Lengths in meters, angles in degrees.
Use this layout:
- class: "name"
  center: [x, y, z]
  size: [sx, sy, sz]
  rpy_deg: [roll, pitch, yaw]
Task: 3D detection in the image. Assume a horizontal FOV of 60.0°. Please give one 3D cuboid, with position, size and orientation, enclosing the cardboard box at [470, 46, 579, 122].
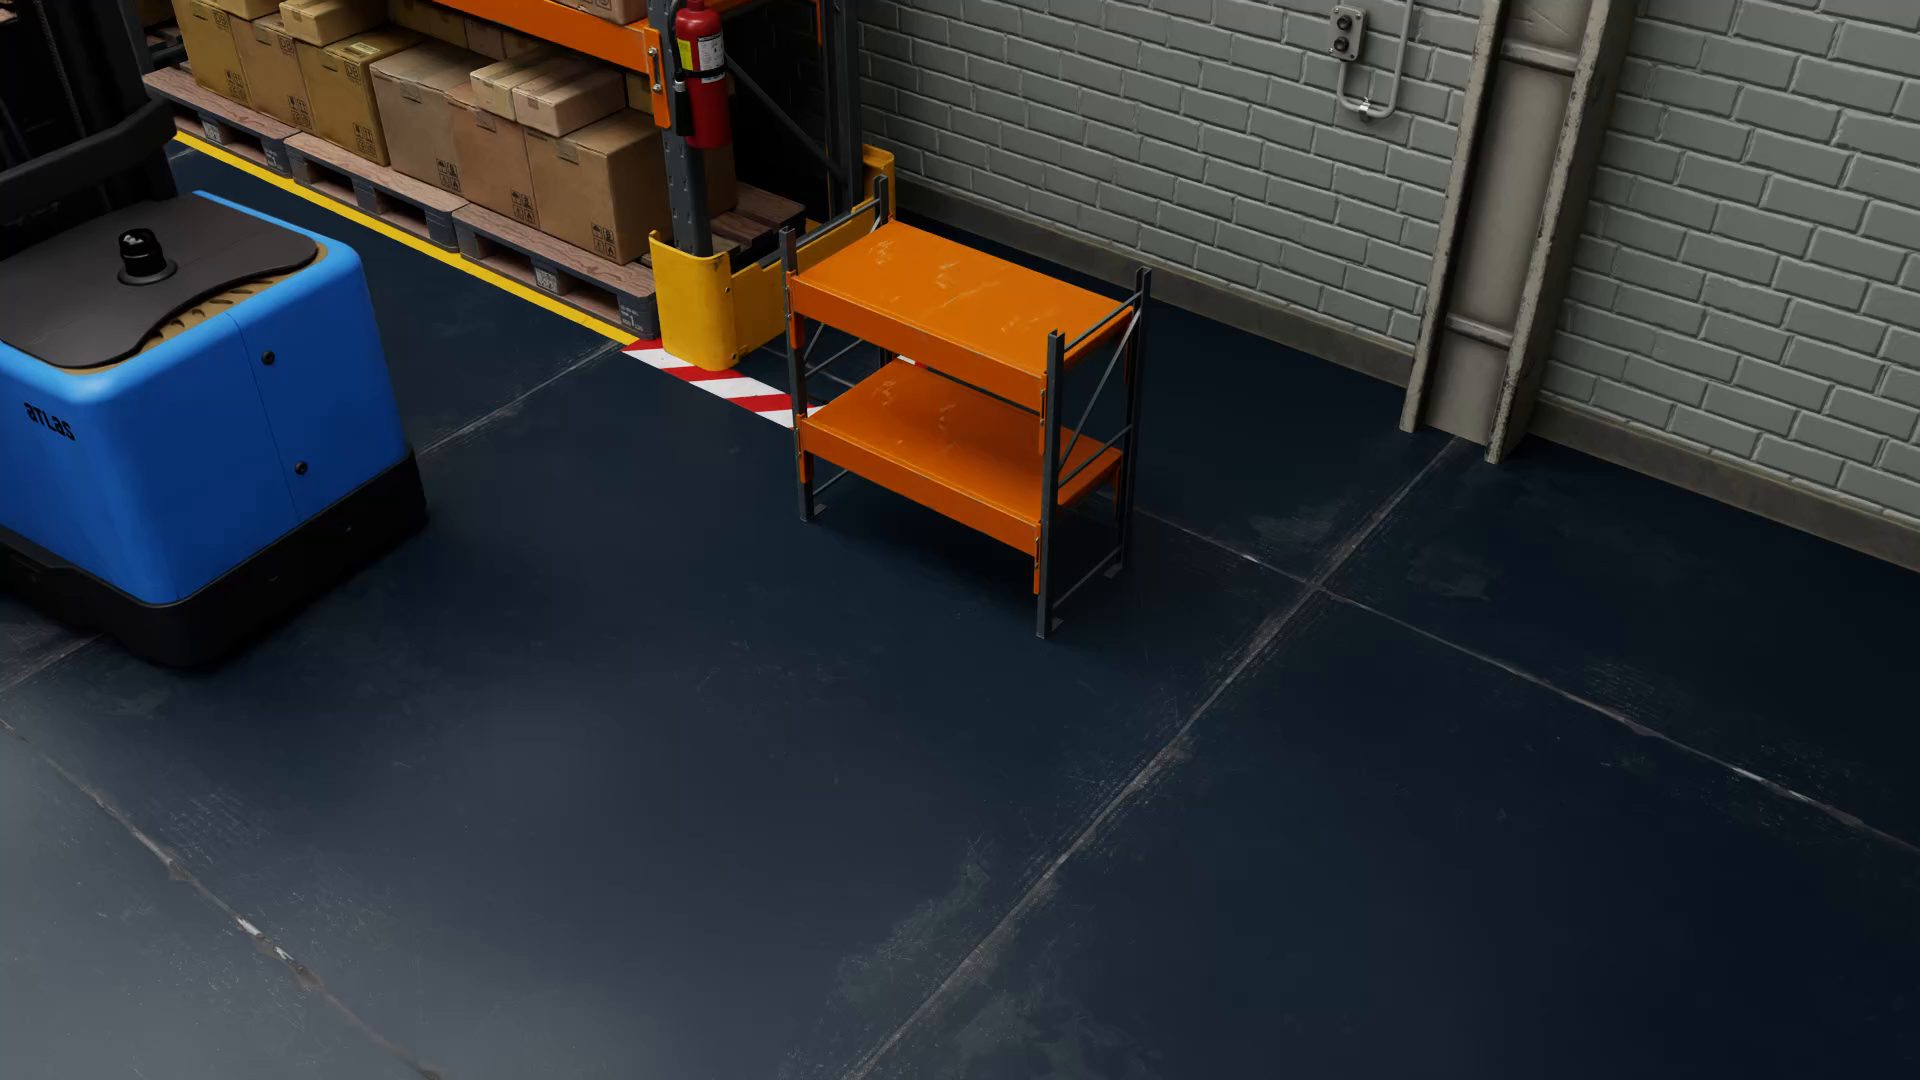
- class: "cardboard box"
  center: [-1.793, -1.896, 6.900]
  size: [0.250, 0.149, 0.380]
  rpy_deg: [26, 45, 30]

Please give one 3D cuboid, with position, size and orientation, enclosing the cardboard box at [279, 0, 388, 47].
- class: "cardboard box"
  center: [-2.830, -2.384, 7.522]
  size: [0.250, 0.149, 0.380]
  rpy_deg: [24, 44, 27]

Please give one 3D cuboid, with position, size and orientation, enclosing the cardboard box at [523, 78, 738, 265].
- class: "cardboard box"
  center: [-1.377, -1.587, 7.030]
  size: [0.500, 0.500, 0.700]
  rpy_deg: [25, 45, 29]

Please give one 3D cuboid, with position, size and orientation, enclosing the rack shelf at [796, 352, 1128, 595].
- class: "rack shelf"
  center: [0.005, -0.248, 5.551]
  size: [1.000, 0.278, 0.538]
  rpy_deg: [25, 45, 29]

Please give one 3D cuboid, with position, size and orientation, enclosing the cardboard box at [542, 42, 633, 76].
- class: "cardboard box"
  center: [-1.559, -2.082, 7.137]
  size: [0.250, 0.149, 0.380]
  rpy_deg: [25, 45, 29]

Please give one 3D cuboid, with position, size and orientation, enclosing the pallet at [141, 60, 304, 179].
- class: "pallet"
  center: [-3.381, -2.269, 8.477]
  size: [1.213, 0.211, 1.003]
  rpy_deg: [25, 45, 29]

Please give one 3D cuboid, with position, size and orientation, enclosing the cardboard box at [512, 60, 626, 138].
- class: "cardboard box"
  center: [-1.590, -1.801, 6.778]
  size: [0.250, 0.149, 0.380]
  rpy_deg: [25, 44, 28]

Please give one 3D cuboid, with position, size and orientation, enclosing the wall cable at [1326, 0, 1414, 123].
- class: "wall cable"
  center: [0.831, -2.576, 5.783]
  size: [1.851, 1.984, 0.084]
  rpy_deg: [25, 45, 29]

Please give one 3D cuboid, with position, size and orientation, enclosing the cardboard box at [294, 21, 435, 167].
- class: "cardboard box"
  center: [-2.602, -2.158, 7.760]
  size: [0.500, 0.500, 0.700]
  rpy_deg: [26, 45, 30]

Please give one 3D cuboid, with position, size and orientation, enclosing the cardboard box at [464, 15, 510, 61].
- class: "cardboard box"
  center: [-1.960, -2.271, 7.379]
  size: [0.250, 0.149, 0.380]
  rpy_deg: [26, 45, 29]

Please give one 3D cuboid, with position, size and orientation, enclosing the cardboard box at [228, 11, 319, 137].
- class: "cardboard box"
  center: [-3.009, -2.351, 8.007]
  size: [0.500, 0.500, 0.700]
  rpy_deg: [25, 44, 28]

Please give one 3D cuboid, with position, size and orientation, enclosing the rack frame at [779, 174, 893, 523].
- class: "rack frame"
  center: [-0.398, -0.631, 5.643]
  size: [0.032, 1.125, 0.500]
  rpy_deg: [25, 45, 29]

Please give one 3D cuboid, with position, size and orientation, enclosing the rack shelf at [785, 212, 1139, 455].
- class: "rack shelf"
  center: [0.005, -0.671, 5.220]
  size: [1.000, 0.278, 0.538]
  rpy_deg: [25, 45, 29]

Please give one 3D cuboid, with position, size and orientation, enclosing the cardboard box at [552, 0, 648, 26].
- class: "cardboard box"
  center: [-1.172, -2.497, 6.262]
  size: [0.700, 0.700, 0.980]
  rpy_deg: [27, 46, 30]

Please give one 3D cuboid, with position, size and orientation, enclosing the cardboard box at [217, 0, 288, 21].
- class: "cardboard box"
  center: [-3.245, -2.579, 7.772]
  size: [0.250, 0.149, 0.380]
  rpy_deg: [27, 45, 30]

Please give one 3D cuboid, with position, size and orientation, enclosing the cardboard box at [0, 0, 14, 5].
- class: "cardboard box"
  center: [-5.241, -3.521, 9.217]
  size: [0.750, 0.750, 0.750]
  rpy_deg: [27, 45, 30]

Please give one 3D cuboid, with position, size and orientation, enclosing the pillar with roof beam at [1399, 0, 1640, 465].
- class: "pillar with roof beam"
  center: [-0.706, -1.859, 0.825]
  size: [0.400, 9.000, 9.100]
  rpy_deg: [25, 45, 29]

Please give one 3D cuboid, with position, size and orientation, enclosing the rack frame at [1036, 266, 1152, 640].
- class: "rack frame"
  center: [0.409, -0.250, 5.157]
  size: [0.032, 1.125, 0.500]
  rpy_deg: [25, 45, 29]

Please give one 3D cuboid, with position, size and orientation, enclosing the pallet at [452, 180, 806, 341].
- class: "pallet"
  center: [-1.443, -1.355, 7.310]
  size: [1.213, 0.211, 1.003]
  rpy_deg: [25, 45, 29]

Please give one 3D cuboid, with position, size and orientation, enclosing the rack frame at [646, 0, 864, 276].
- class: "rack frame"
  center: [-0.760, -2.192, 6.117]
  size: [0.127, 3.000, 1.000]
  rpy_deg: [25, 45, 29]

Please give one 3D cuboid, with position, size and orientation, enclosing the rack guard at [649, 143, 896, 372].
- class: "rack guard"
  center: [-0.741, -1.199, 6.876]
  size: [0.348, 0.500, 1.175]
  rpy_deg: [25, 45, 29]

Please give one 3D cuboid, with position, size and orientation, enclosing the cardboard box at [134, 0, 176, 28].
- class: "cardboard box"
  center: [-4.533, -3.189, 8.793]
  size: [0.750, 0.750, 0.750]
  rpy_deg: [26, 45, 29]

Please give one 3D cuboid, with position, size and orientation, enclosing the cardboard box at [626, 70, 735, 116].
- class: "cardboard box"
  center: [-1.156, -1.893, 6.896]
  size: [0.250, 0.149, 0.380]
  rpy_deg: [26, 45, 29]

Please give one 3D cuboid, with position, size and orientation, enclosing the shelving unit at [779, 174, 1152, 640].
- class: "shelving unit"
  center: [0.005, -0.440, 5.400]
  size: [1.048, 1.125, 0.538]
  rpy_deg: [25, 45, 29]

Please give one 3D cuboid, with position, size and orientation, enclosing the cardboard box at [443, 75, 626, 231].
- class: "cardboard box"
  center: [-1.775, -1.774, 7.270]
  size: [0.500, 0.500, 0.700]
  rpy_deg: [25, 45, 28]

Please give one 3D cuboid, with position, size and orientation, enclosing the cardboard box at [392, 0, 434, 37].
- class: "cardboard box"
  center: [-2.365, -2.462, 7.622]
  size: [0.250, 0.149, 0.380]
  rpy_deg: [24, 44, 28]

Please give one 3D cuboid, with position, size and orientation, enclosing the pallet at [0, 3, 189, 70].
- class: "pallet"
  center: [-4.596, -2.844, 9.212]
  size: [1.213, 0.211, 1.003]
  rpy_deg: [25, 45, 29]

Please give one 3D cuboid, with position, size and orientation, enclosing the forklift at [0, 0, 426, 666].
- class: "forklift"
  center: [-3.374, -1.455, 5.231]
  size: [3.031, 2.935, 1.130]
  rpy_deg: [21, 43, 25]

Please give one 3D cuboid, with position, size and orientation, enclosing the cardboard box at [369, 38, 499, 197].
- class: "cardboard box"
  center: [-2.175, -1.962, 7.510]
  size: [0.500, 0.500, 0.700]
  rpy_deg: [24, 44, 27]

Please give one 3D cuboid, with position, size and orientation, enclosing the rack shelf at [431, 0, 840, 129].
- class: "rack shelf"
  center: [-2.349, -2.658, 7.295]
  size: [4.000, 0.370, 1.077]
  rpy_deg: [25, 45, 29]

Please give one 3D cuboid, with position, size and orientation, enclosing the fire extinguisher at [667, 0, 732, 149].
- class: "fire extinguisher"
  center: [-0.921, -1.733, 5.895]
  size: [0.183, 0.674, 0.296]
  rpy_deg: [25, 45, 29]

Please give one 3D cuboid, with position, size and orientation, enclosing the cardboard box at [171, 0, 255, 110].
- class: "cardboard box"
  center: [-3.406, -2.541, 8.250]
  size: [0.500, 0.500, 0.700]
  rpy_deg: [26, 45, 29]

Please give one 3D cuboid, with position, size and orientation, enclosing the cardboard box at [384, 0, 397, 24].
- class: "cardboard box"
  center: [-2.571, -2.558, 7.745]
  size: [0.250, 0.149, 0.380]
  rpy_deg: [26, 45, 29]

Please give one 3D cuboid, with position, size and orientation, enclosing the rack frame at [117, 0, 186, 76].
- class: "rack frame"
  center: [-3.938, -3.690, 8.030]
  size: [0.127, 3.000, 1.000]
  rpy_deg: [25, 45, 29]

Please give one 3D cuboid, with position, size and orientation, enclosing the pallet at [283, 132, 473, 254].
- class: "pallet"
  center: [-2.408, -1.813, 7.894]
  size: [1.213, 0.211, 1.003]
  rpy_deg: [25, 45, 29]

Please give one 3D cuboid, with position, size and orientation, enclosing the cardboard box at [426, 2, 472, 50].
- class: "cardboard box"
  center: [-2.164, -2.367, 7.501]
  size: [0.250, 0.149, 0.380]
  rpy_deg: [26, 45, 29]

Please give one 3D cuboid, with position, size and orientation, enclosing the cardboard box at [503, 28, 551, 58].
- class: "cardboard box"
  center: [-1.758, -2.176, 7.257]
  size: [0.250, 0.149, 0.380]
  rpy_deg: [26, 45, 29]
